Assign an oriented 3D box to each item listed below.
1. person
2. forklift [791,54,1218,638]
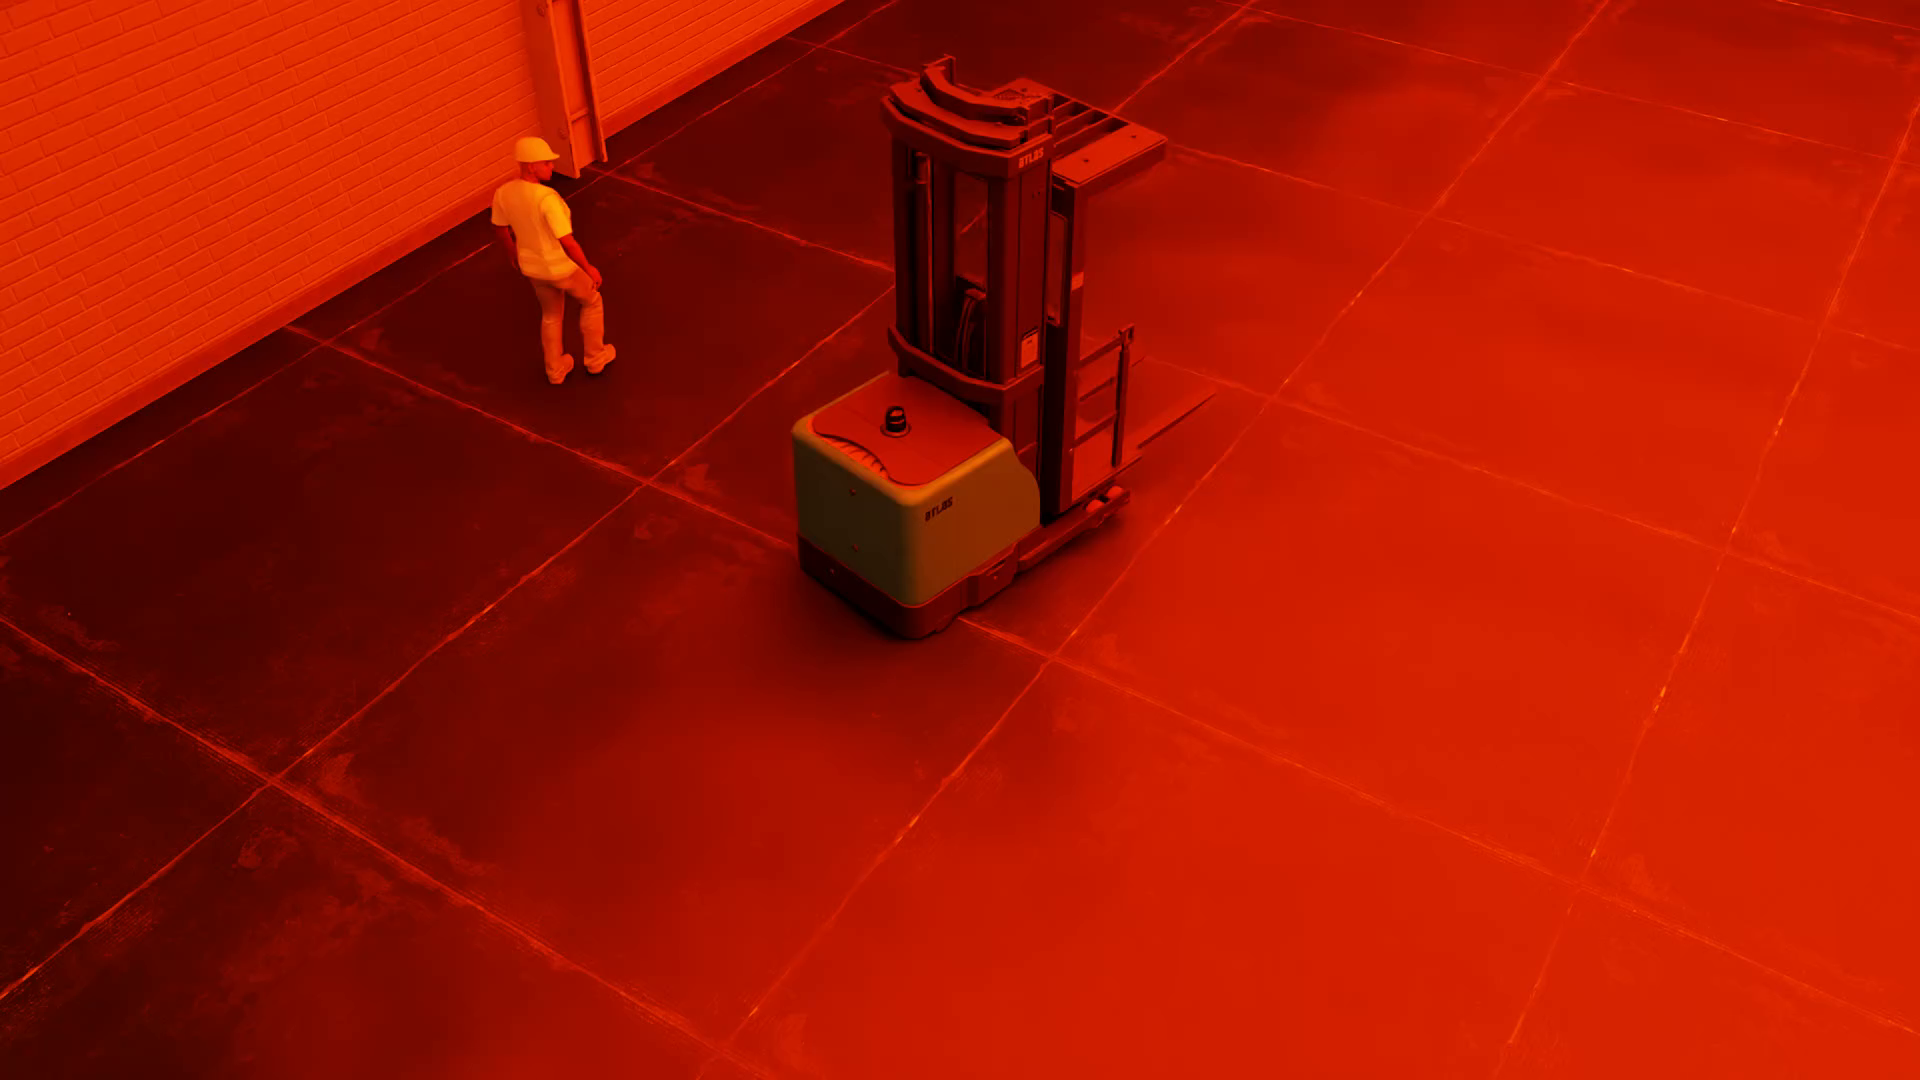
[{"bbox_3d":[-2.679,-1.864,11.078,0.780,1.755,0.506,16,43,18],"label":"person"},{"bbox_3d":[0.422,-1.410,9.631,1.130,2.935,3.031,32,50,32],"label":"forklift"}]
